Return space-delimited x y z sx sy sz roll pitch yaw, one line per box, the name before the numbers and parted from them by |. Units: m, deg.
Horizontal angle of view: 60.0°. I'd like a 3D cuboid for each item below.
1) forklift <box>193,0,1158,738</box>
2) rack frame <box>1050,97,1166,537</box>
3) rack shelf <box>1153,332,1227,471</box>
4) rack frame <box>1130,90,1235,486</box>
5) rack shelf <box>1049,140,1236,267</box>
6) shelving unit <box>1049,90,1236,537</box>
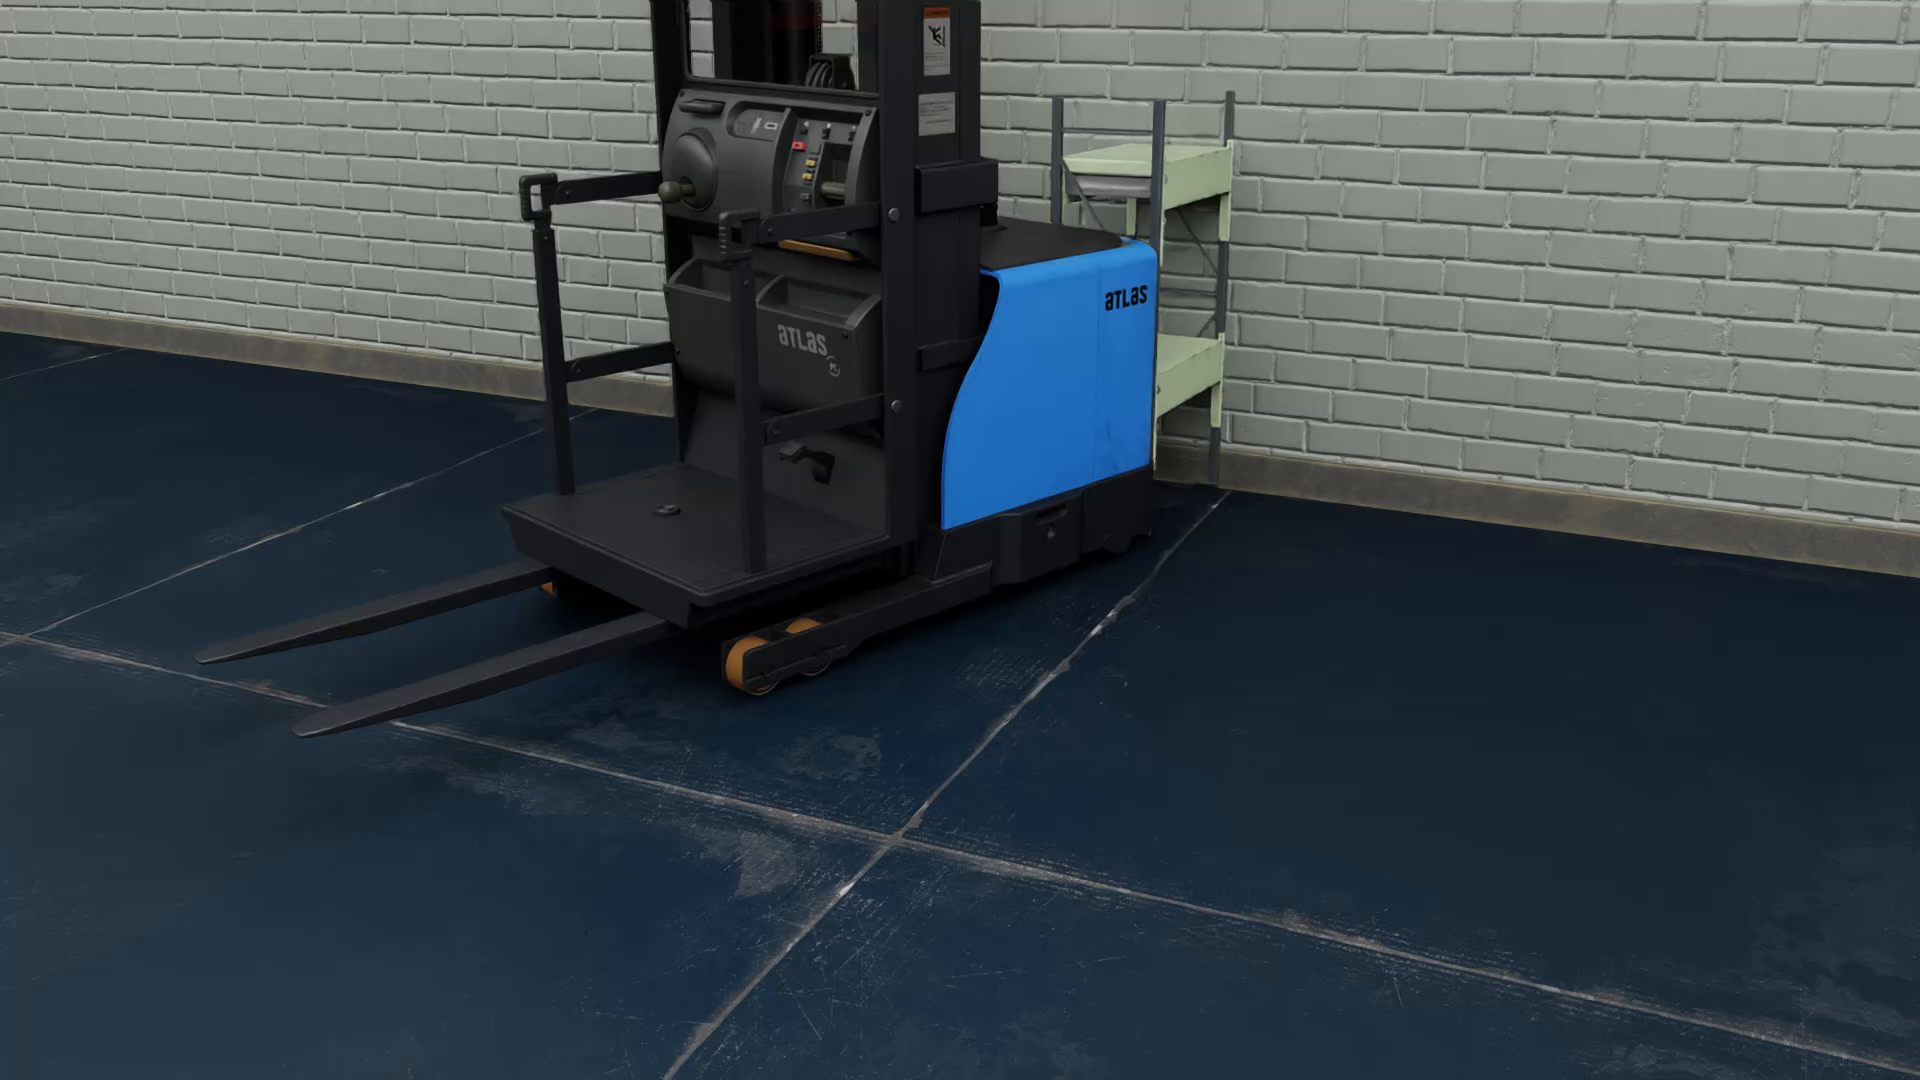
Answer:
forklift | -0.728 -1.134 4.783 3.031 2.935 1.130 -18 26 -41
rack frame | 0.496 -0.756 5.772 0.400 1.500 0.023 9 20 26
rack shelf | 0.664 -0.546 6.181 0.431 0.370 0.720 9 20 26
rack frame | 0.832 -0.956 6.391 0.400 1.500 0.023 9 20 26
rack shelf | 0.663 -1.227 5.962 0.431 0.370 0.720 9 20 26
shelving unit | 0.664 -0.856 6.082 0.431 1.500 0.755 9 20 26
